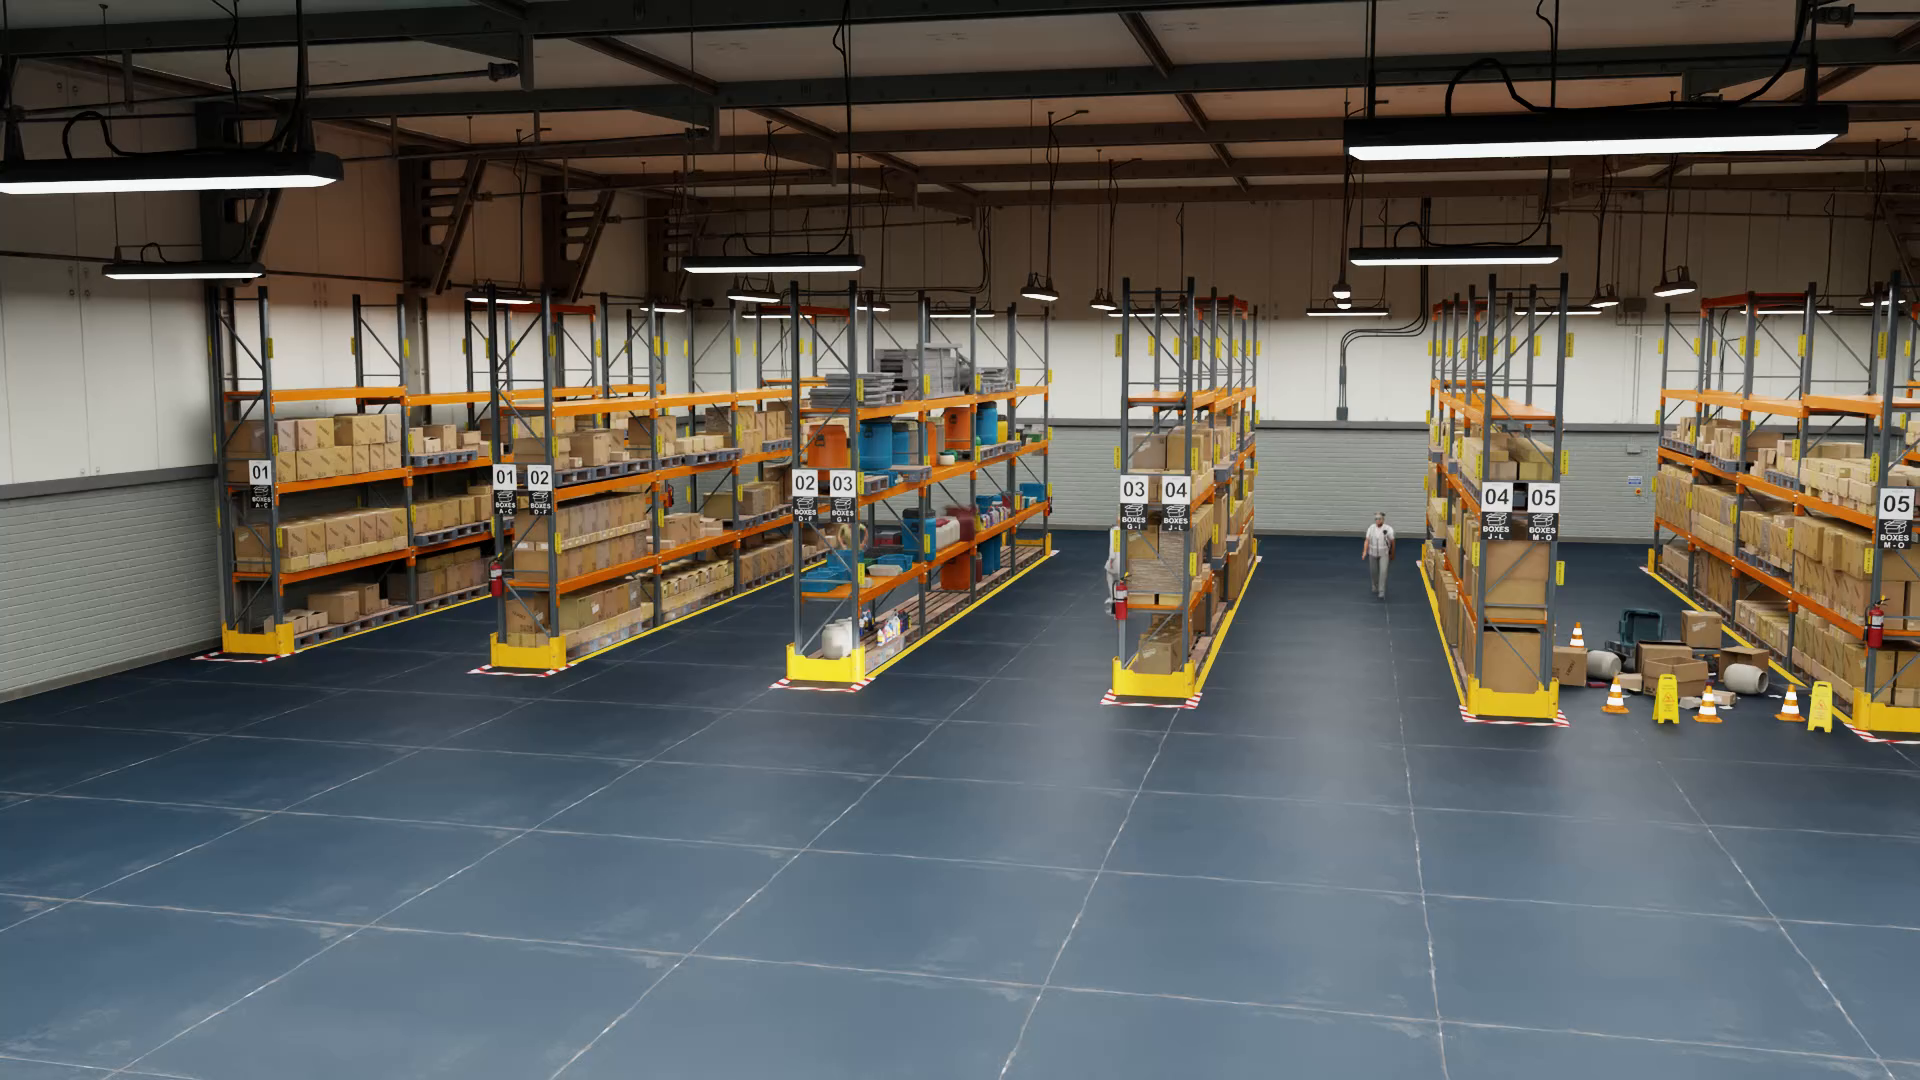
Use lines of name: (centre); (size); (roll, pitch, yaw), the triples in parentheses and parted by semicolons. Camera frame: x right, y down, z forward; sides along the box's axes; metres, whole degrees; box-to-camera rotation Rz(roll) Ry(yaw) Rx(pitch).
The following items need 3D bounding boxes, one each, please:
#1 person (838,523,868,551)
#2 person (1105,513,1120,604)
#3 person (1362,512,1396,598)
person: (-2.150, 0.189, 33.766); (0.566, 1.559, 0.685); (3, 7, 24)
person: (3.035, 0.420, 31.161); (0.591, 1.621, 0.627); (-1, 7, -5)
person: (8.480, 0.268, 33.654); (0.635, 1.694, 1.077); (2, 7, 17)
